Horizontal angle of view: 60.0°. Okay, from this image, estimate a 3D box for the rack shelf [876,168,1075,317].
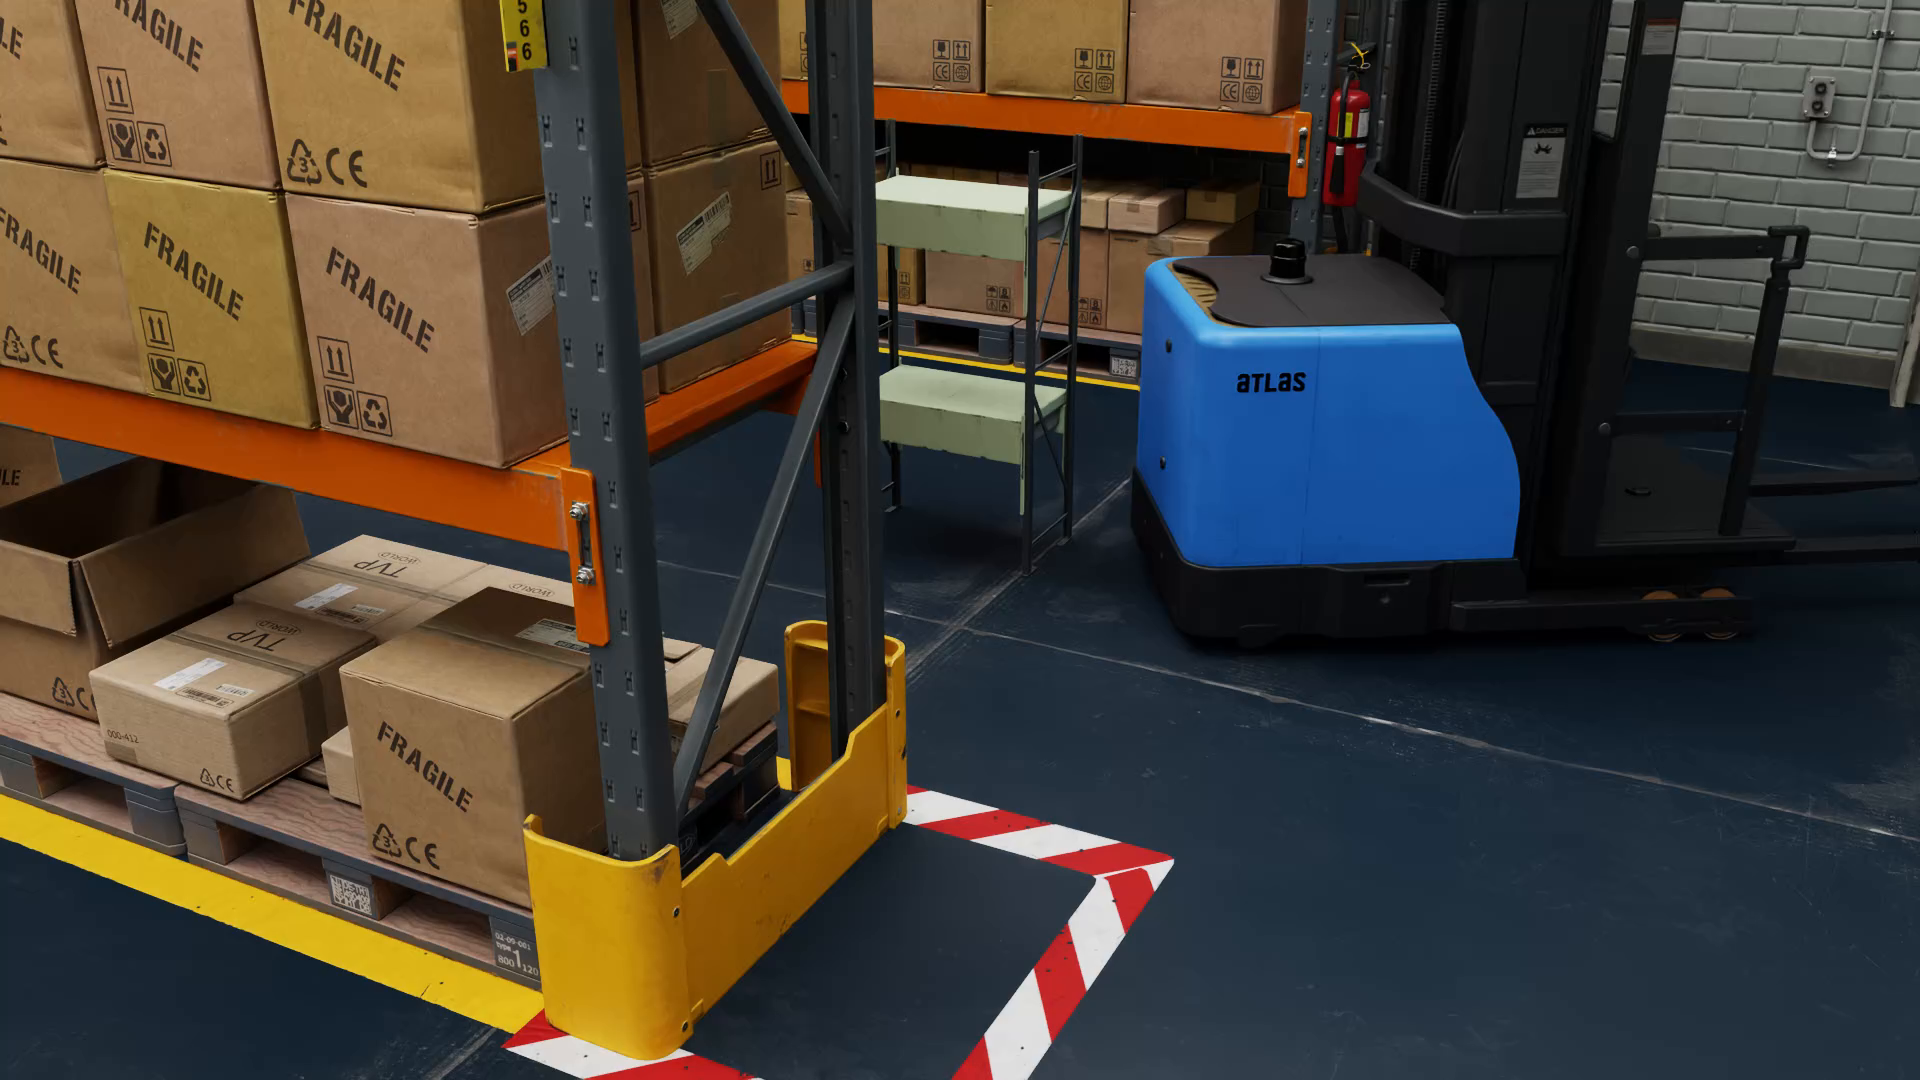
[{"bbox_3d":[-0.006,-1.050,5.807,0.720,0.370,0.431,11,25,25],"label":"rack shelf"}]

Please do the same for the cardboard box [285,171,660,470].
[{"bbox_3d":[-0.992,-0.495,3.454,0.500,0.500,0.500,12,26,26],"label":"cardboard box"}]

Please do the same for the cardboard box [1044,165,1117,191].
[{"bbox_3d":[0.618,-1.807,8.496,0.250,0.149,0.380,11,26,25],"label":"cardboard box"}]

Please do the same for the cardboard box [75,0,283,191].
[{"bbox_3d":[-1.442,-1.043,3.464,0.500,0.500,0.500,12,26,26],"label":"cardboard box"}]

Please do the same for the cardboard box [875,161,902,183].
[{"bbox_3d":[-0.497,-1.860,8.618,0.250,0.149,0.380,10,25,23],"label":"cardboard box"}]

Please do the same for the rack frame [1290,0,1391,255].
[{"bbox_3d":[1.762,-2.196,7.581,0.127,3.000,1.000,11,25,25],"label":"rack frame"}]

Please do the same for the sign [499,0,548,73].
[{"bbox_3d":[-0.738,-0.953,2.775,0.005,0.325,0.100,11,25,25],"label":"sign"}]

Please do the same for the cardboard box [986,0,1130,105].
[{"bbox_3d":[0.648,-2.545,8.019,0.700,0.700,0.980,11,25,24],"label":"cardboard box"}]

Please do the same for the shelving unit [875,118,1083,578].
[{"bbox_3d":[-0.006,-0.691,5.959,0.755,1.500,0.431,11,25,25],"label":"shelving unit"}]

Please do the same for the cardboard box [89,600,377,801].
[{"bbox_3d":[-1.900,0.409,4.406,0.500,0.250,0.500,11,25,25],"label":"cardboard box"}]

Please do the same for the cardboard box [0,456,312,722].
[{"bbox_3d":[-2.360,0.105,4.799,0.637,0.503,0.797,11,25,25],"label":"cardboard box"}]

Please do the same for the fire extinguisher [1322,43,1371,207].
[{"bbox_3d":[1.688,-1.801,7.227,0.183,0.674,0.296,11,25,25],"label":"fire extinguisher"}]

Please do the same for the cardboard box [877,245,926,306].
[{"bbox_3d":[-0.283,-1.596,8.828,0.500,0.500,0.700,12,26,26],"label":"cardboard box"}]

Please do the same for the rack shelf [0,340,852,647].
[{"bbox_3d":[-2.255,-0.487,4.482,4.000,0.370,1.077,11,25,25],"label":"rack shelf"}]

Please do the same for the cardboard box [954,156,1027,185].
[{"bbox_3d":[0.162,-1.897,8.707,0.250,0.149,0.380,11,26,25],"label":"cardboard box"}]

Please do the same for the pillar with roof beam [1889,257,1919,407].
[{"bbox_3d":[2.619,-3.279,2.461,0.400,9.000,9.100,11,25,25],"label":"pillar with roof beam"}]

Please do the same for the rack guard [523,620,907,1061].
[{"bbox_3d":[-0.538,0.672,4.032,0.348,0.500,1.175,11,25,25],"label":"rack guard"}]

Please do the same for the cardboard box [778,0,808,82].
[{"bbox_3d":[-0.682,-2.808,8.637,0.700,0.700,0.980,11,25,23],"label":"cardboard box"}]

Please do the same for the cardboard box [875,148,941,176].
[{"bbox_3d":[-0.295,-1.987,8.919,0.250,0.149,0.380,11,26,25],"label":"cardboard box"}]

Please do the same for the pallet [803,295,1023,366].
[{"bbox_3d":[-0.072,-1.242,8.902,1.213,0.211,1.003,11,25,25],"label":"pallet"}]

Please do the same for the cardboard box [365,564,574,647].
[{"bbox_3d":[-1.273,0.314,4.629,0.500,0.250,0.500,11,25,25],"label":"cardboard box"}]

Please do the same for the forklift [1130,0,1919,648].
[{"bbox_3d":[2.179,-1.218,5.370,3.031,2.935,1.130,-2,23,-4],"label":"forklift"}]

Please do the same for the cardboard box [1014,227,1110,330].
[{"bbox_3d":[0.646,-1.416,8.404,0.500,0.500,0.700,11,25,24],"label":"cardboard box"}]

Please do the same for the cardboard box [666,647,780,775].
[{"bbox_3d":[-0.688,0.450,4.439,0.250,0.149,0.380,11,25,25],"label":"cardboard box"}]

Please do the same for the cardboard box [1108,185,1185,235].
[{"bbox_3d":[0.895,-1.585,7.973,0.250,0.149,0.380,11,25,24],"label":"cardboard box"}]

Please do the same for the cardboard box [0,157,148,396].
[{"bbox_3d":[-1.900,-0.676,3.878,0.500,0.500,0.500,11,26,25],"label":"cardboard box"}]

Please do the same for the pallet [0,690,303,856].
[{"bbox_3d":[-2.334,0.448,4.926,1.213,0.211,1.003,11,25,25],"label":"pallet"}]

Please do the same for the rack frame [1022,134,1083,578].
[{"bbox_3d":[0.321,-0.627,5.807,0.023,1.500,0.400,11,25,25],"label":"rack frame"}]

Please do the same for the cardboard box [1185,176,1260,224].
[{"bbox_3d":[1.294,-1.674,8.182,0.250,0.149,0.380,11,26,25],"label":"cardboard box"}]

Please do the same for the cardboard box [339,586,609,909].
[{"bbox_3d":[-1.066,0.473,3.938,0.500,0.500,0.500,11,25,25],"label":"cardboard box"}]

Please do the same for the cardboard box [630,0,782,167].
[{"bbox_3d":[-0.747,-1.142,3.697,0.500,0.500,0.500,12,26,26],"label":"cardboard box"}]
